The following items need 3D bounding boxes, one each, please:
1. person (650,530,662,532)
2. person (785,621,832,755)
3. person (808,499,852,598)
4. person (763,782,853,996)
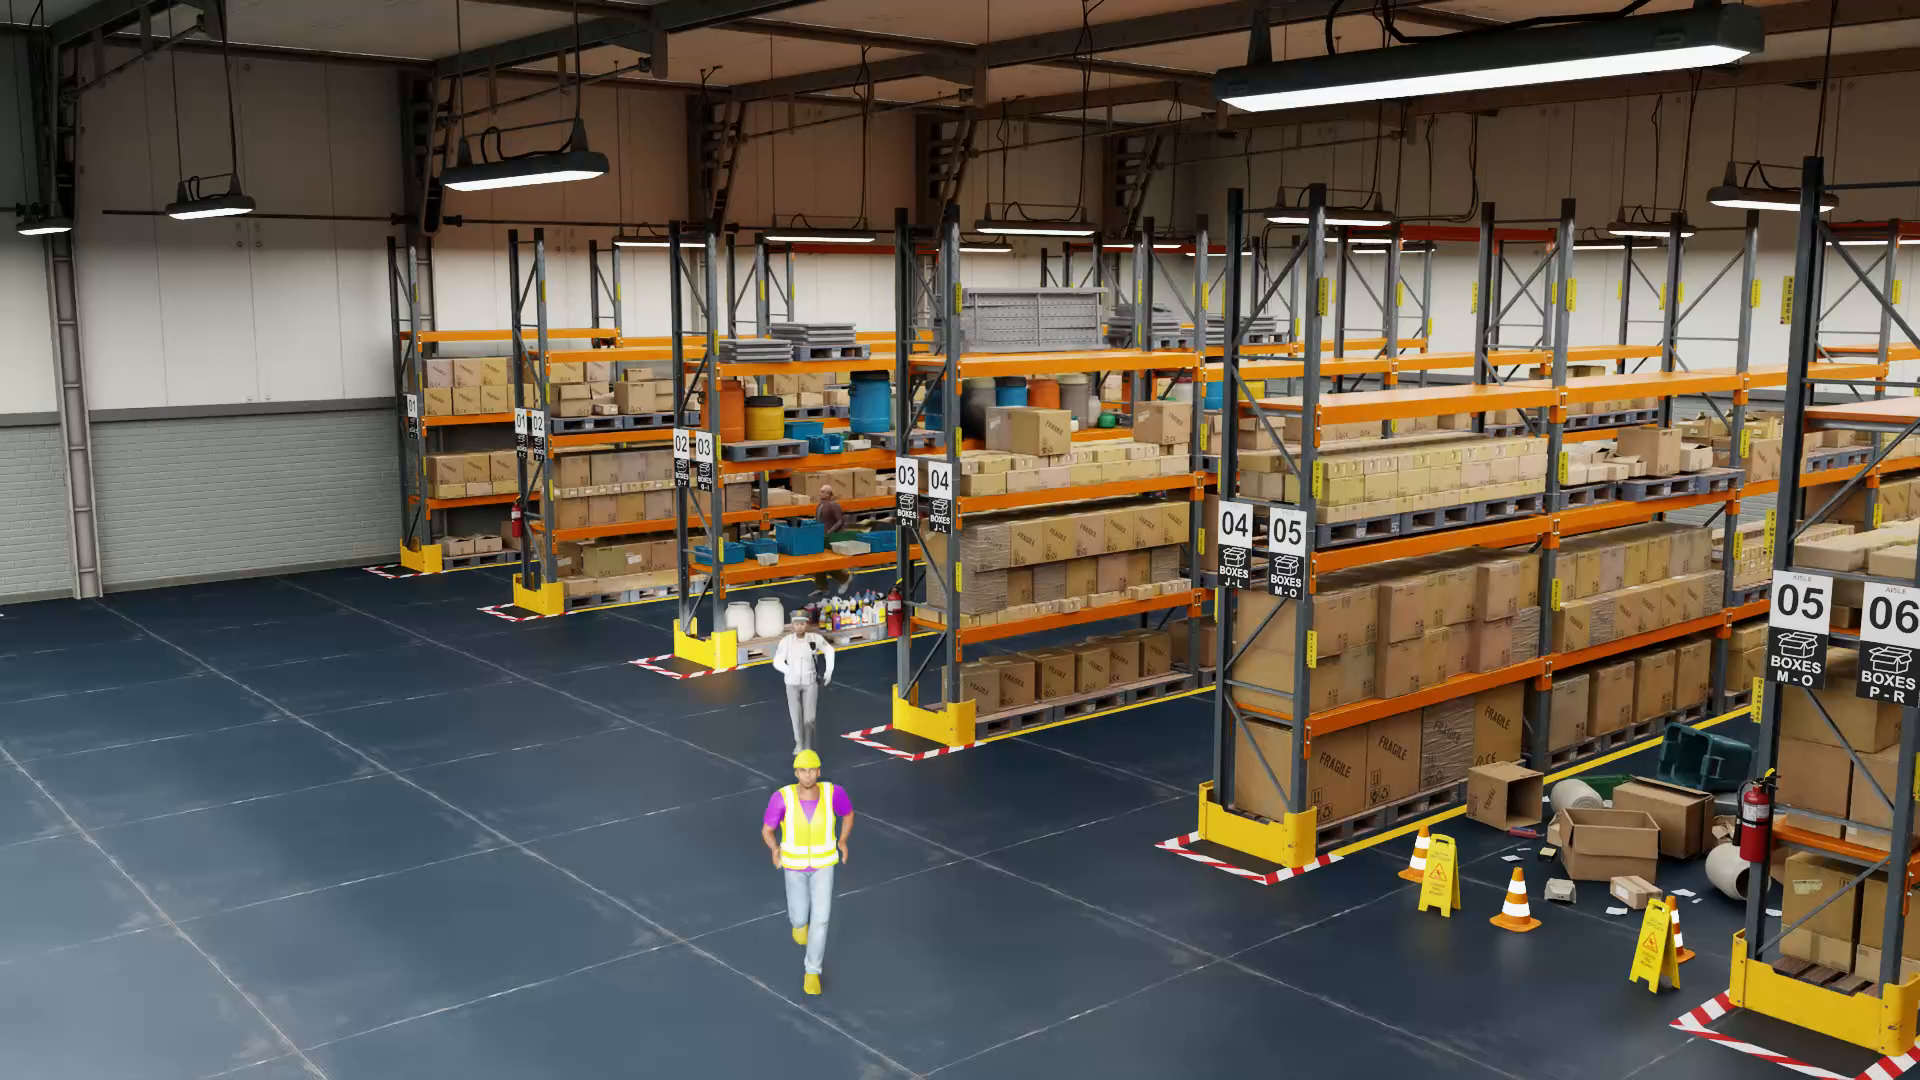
[{"bbox_3d":[-5.412,-0.333,29.932,0.656,1.786,0.987,7,11,37],"label":"person"},{"bbox_3d":[-1.640,1.627,17.962,0.501,1.725,0.725,0,9,0],"label":"person"},{"bbox_3d":[-2.060,0.111,26.154,0.744,1.565,0.731,-6,11,-35],"label":"person"},{"bbox_3d":[-1.129,2.546,12.476,0.675,1.503,0.850,-1,9,-7],"label":"person"}]
